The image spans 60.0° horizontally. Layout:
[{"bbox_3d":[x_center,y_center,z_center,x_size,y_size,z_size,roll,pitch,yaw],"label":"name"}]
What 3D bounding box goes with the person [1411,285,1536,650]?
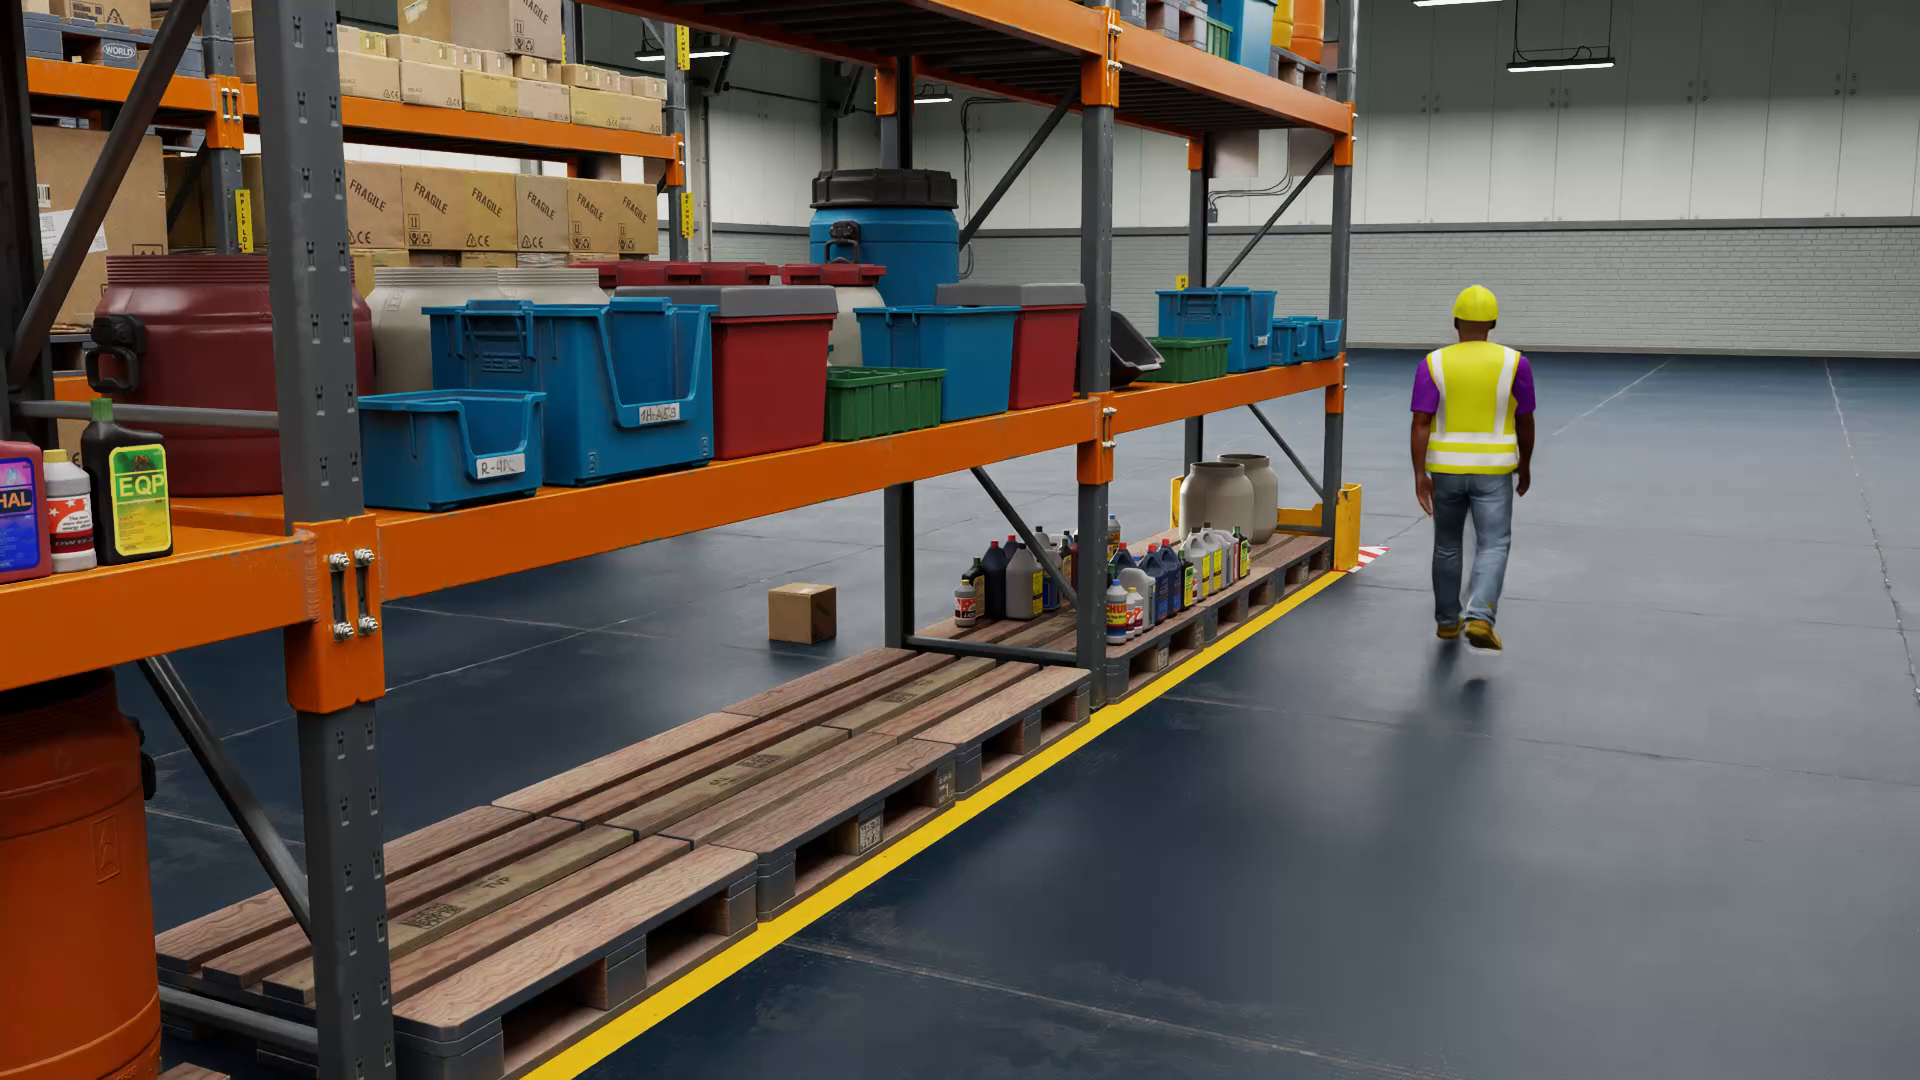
[{"bbox_3d":[2.422,-0.333,7.881,0.551,1.733,0.992,4,10,23],"label":"person"}]
